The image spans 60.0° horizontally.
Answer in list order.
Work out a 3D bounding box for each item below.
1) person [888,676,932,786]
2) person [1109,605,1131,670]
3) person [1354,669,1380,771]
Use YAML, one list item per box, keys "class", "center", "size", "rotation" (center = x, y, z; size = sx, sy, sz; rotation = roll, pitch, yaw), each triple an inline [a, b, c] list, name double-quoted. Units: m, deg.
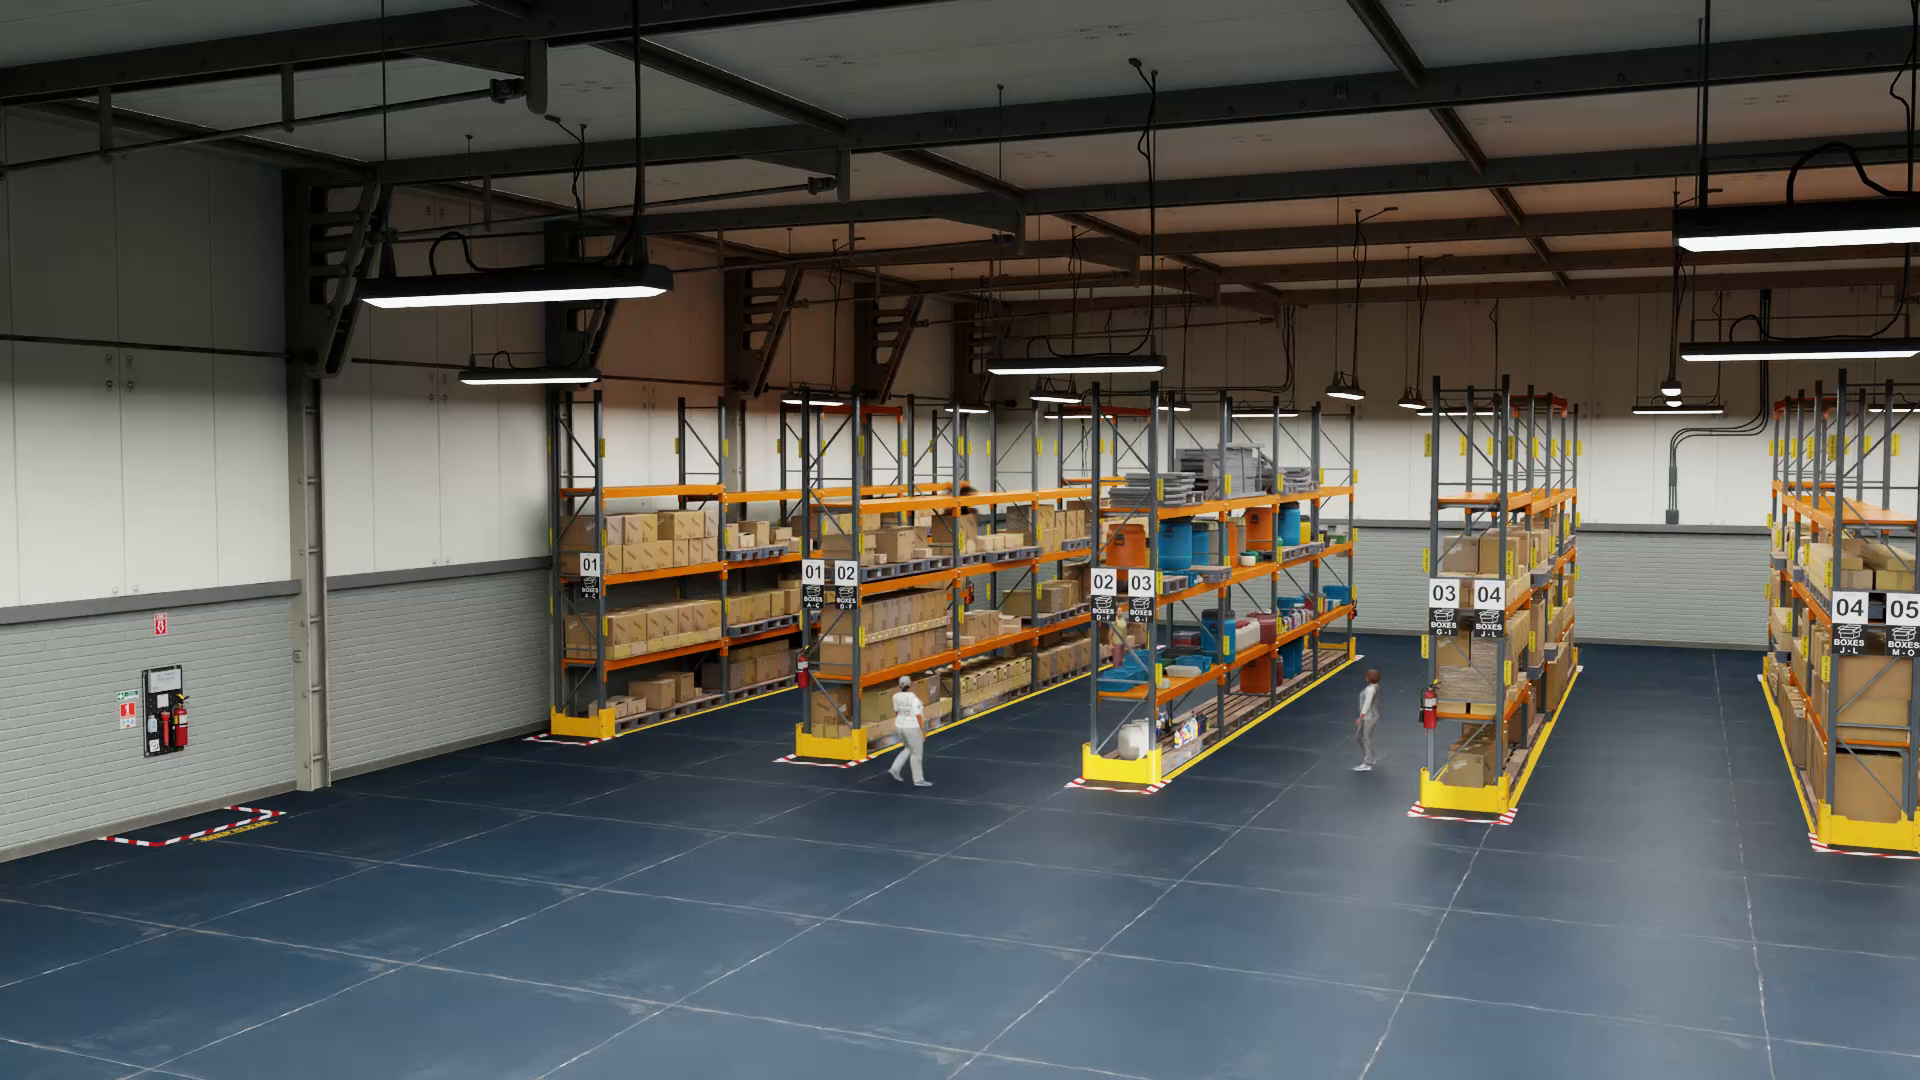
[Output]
- class: "person"
  center: [-0.729, 2.826, 24.690]
  size: [0.532, 1.658, 0.566]
  rotation: [-2, 4, -33]
- class: "person"
  center: [3.381, 2.228, 35.320]
  size: [0.508, 1.696, 0.401]
  rotation: [-3, 4, -44]
- class: "person"
  center: [6.309, 2.802, 25.789]
  size: [0.408, 1.629, 0.427]
  rotation: [0, 3, 4]
